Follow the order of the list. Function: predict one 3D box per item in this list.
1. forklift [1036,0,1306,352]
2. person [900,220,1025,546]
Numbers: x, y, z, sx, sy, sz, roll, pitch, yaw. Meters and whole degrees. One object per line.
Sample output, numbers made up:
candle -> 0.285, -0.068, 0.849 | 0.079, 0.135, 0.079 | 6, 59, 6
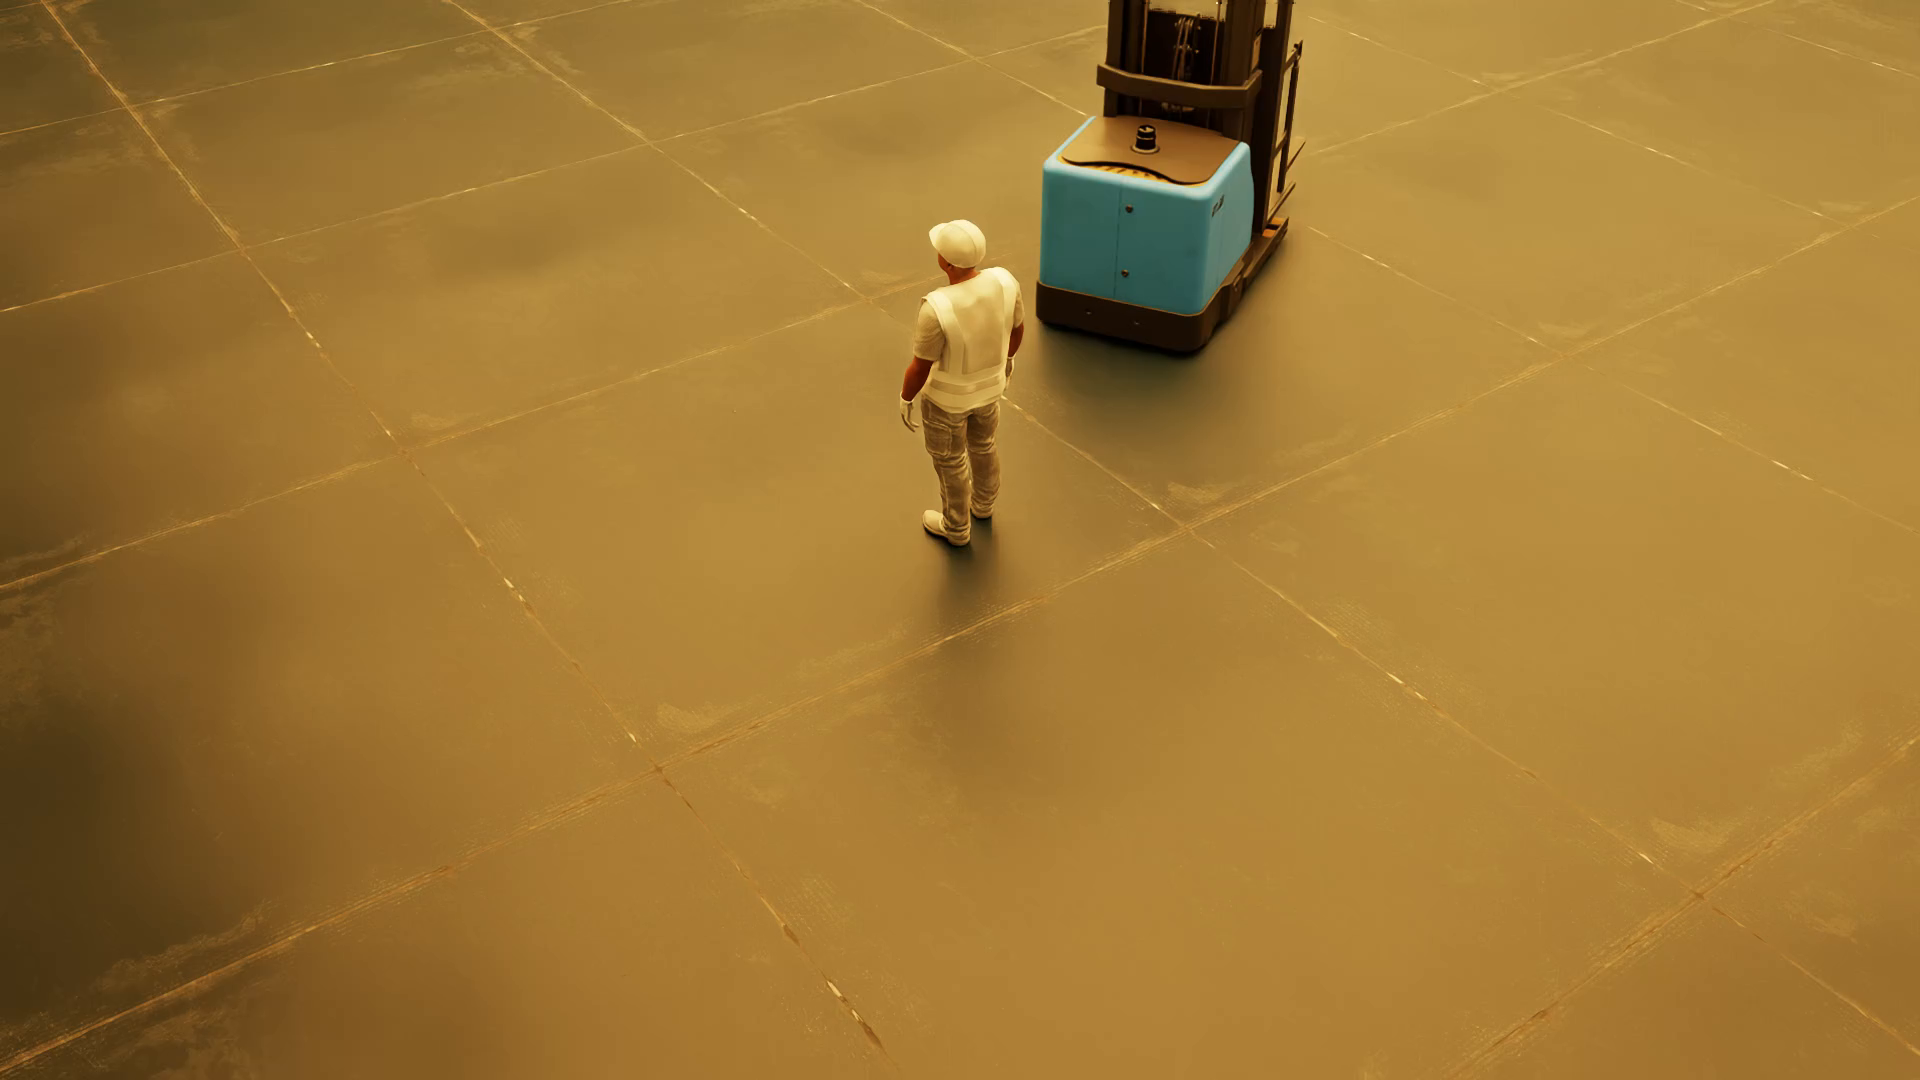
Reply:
forklift -> 1.540, -3.155, 10.212 | 1.130, 2.935, 3.031 | 15, 39, 20
person -> -0.036, -0.760, 7.927 | 0.656, 1.784, 0.575 | -23, 42, -28
